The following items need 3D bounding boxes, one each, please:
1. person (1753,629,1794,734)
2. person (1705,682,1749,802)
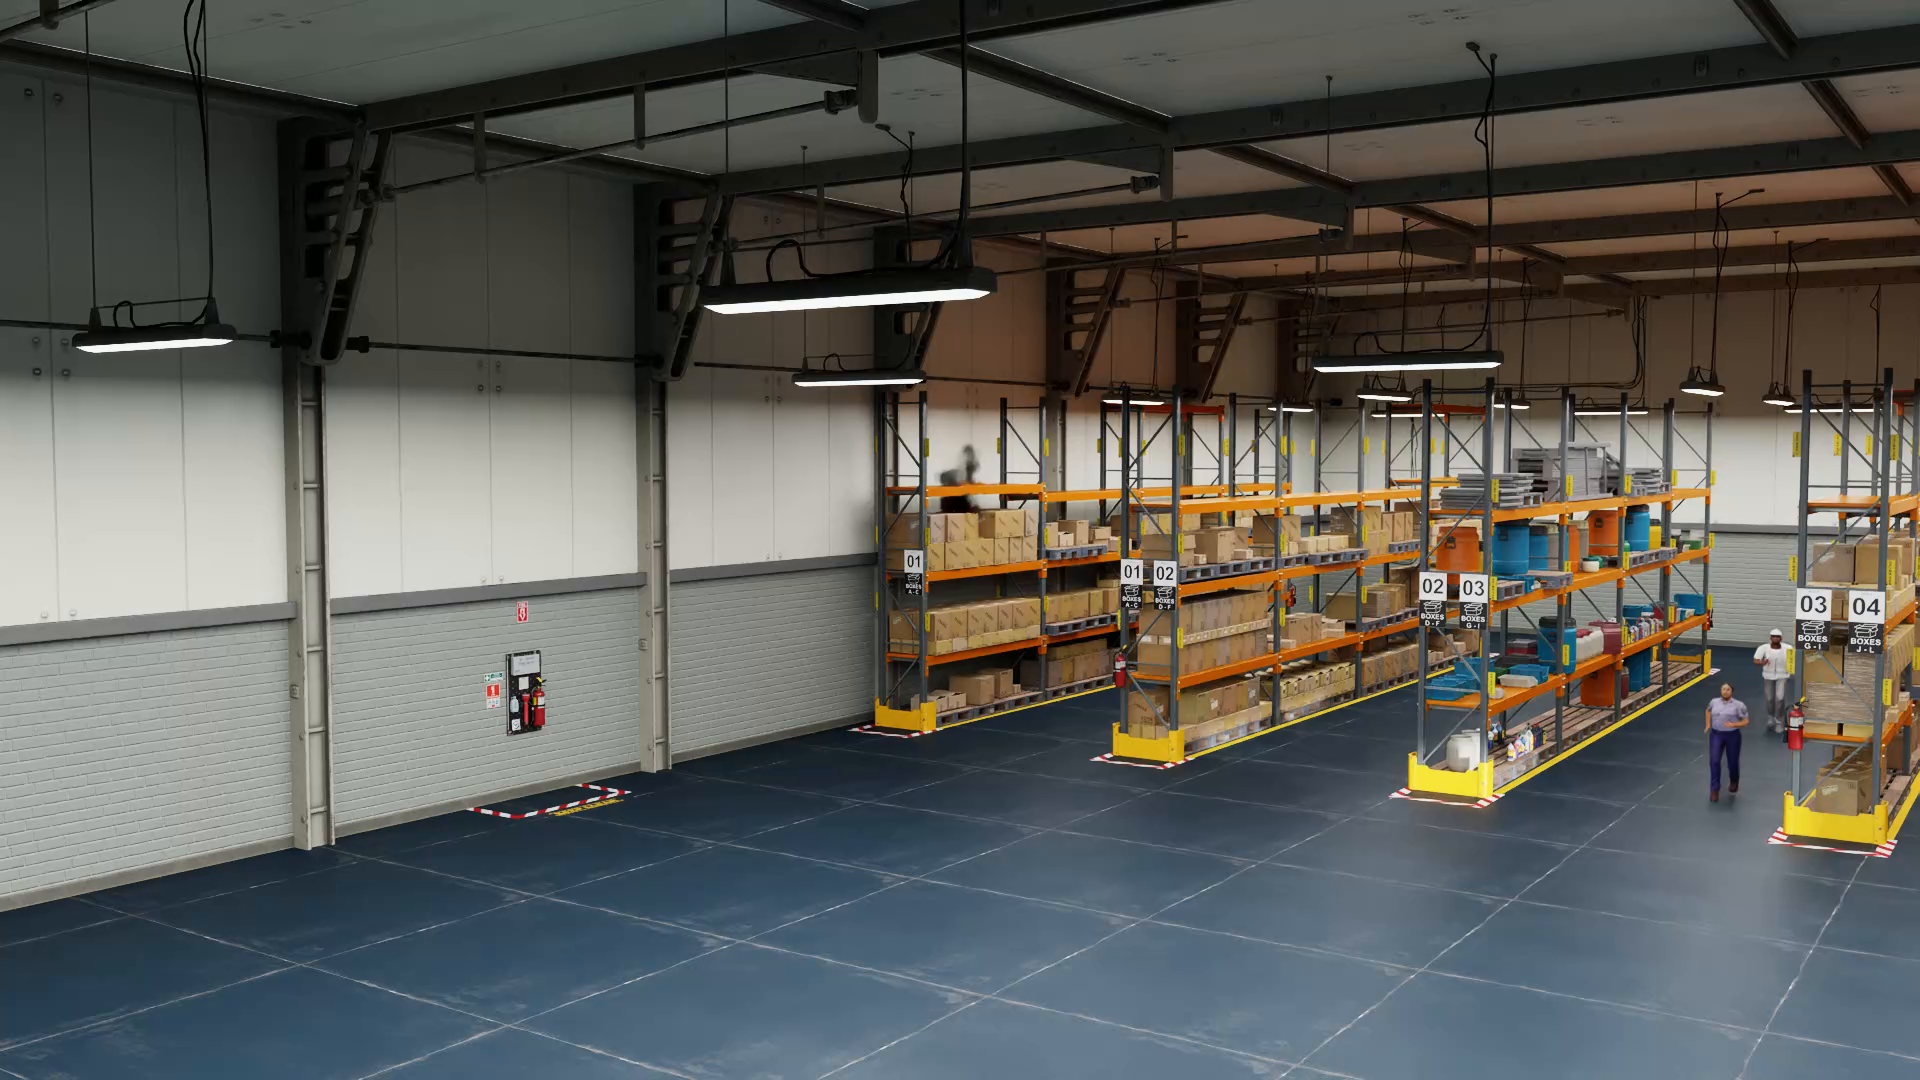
[{"bbox_3d":[14.431,2.482,29.460,0.689,1.841,0.810,2,4,31],"label":"person"},{"bbox_3d":[10.919,2.846,23.715,0.610,1.657,0.915,2,4,34],"label":"person"}]
